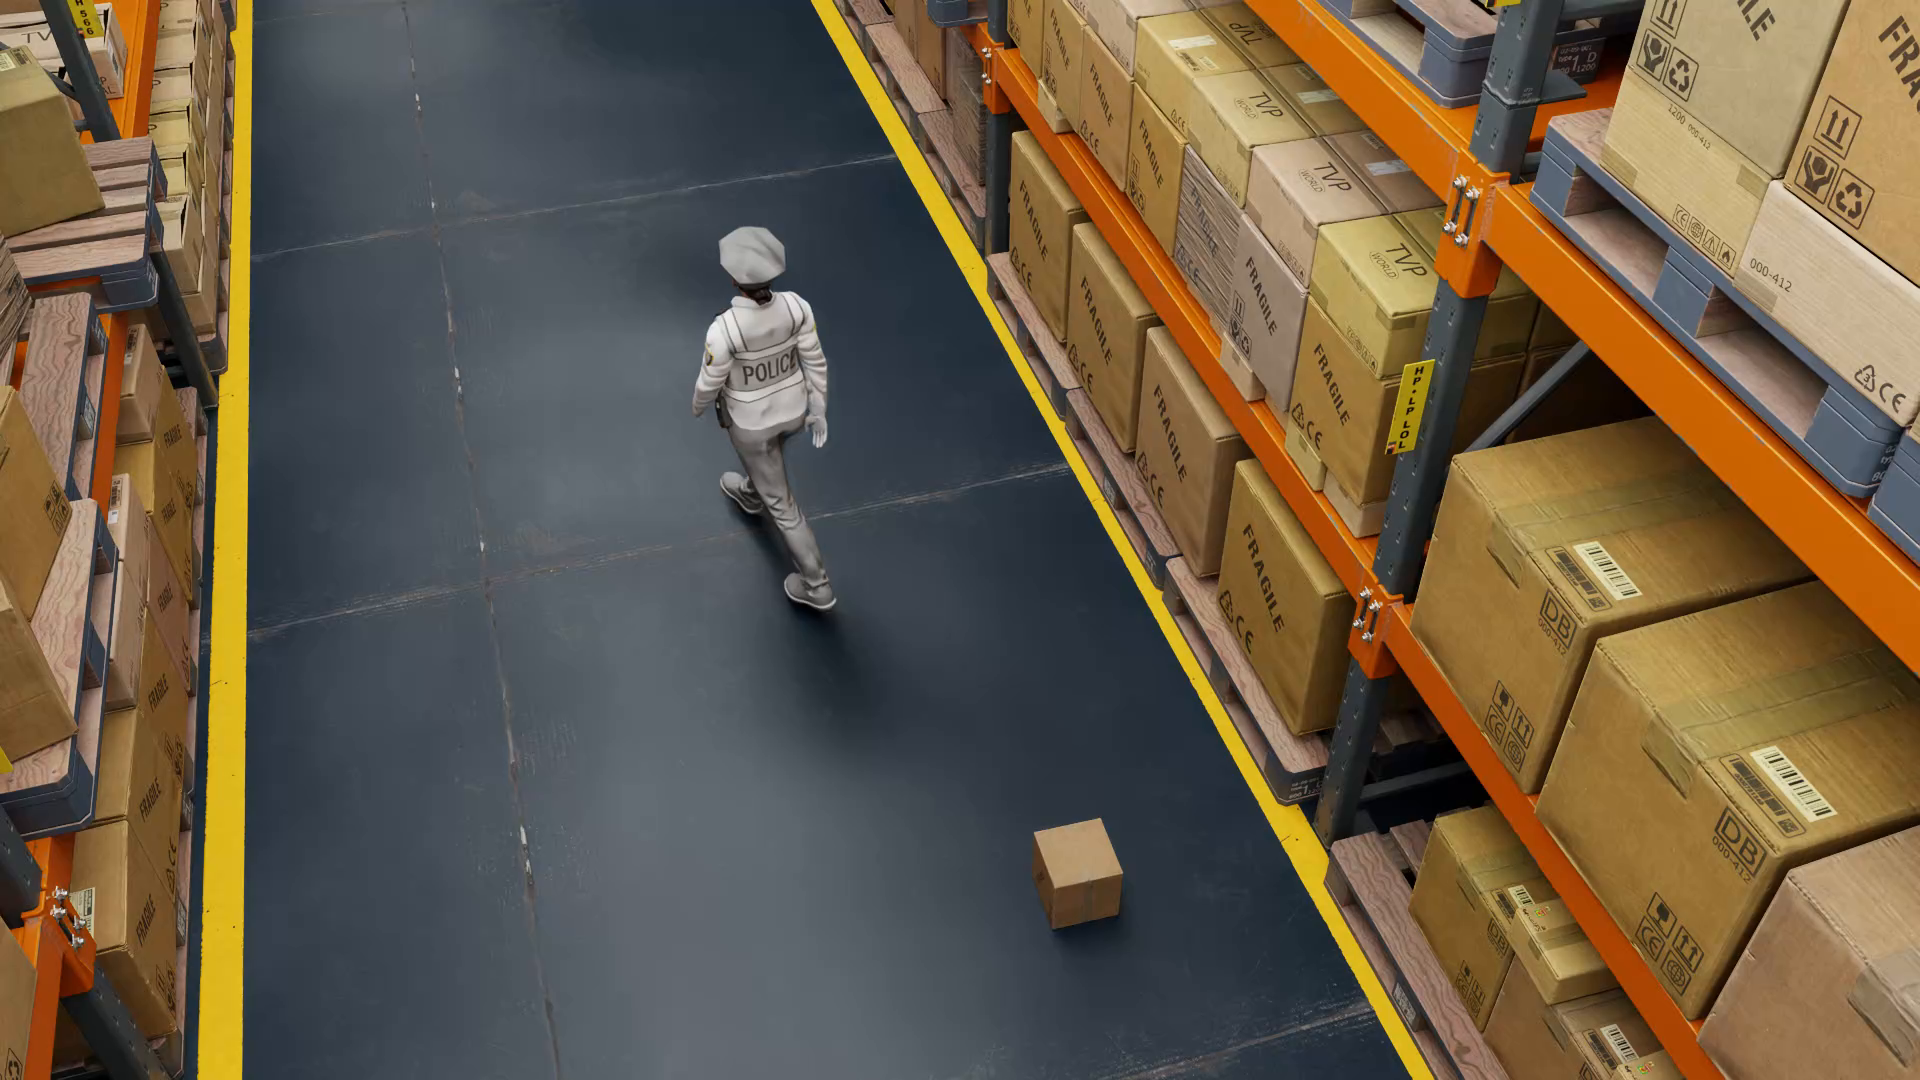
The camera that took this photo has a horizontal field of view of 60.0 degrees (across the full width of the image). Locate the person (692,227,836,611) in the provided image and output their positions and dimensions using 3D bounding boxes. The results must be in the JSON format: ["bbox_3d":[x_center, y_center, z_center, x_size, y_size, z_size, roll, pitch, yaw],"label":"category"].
[{"bbox_3d":[-0.829,-0.557,6.726,0.496,1.621,1.020,-28,50,-27],"label":"person"}]
